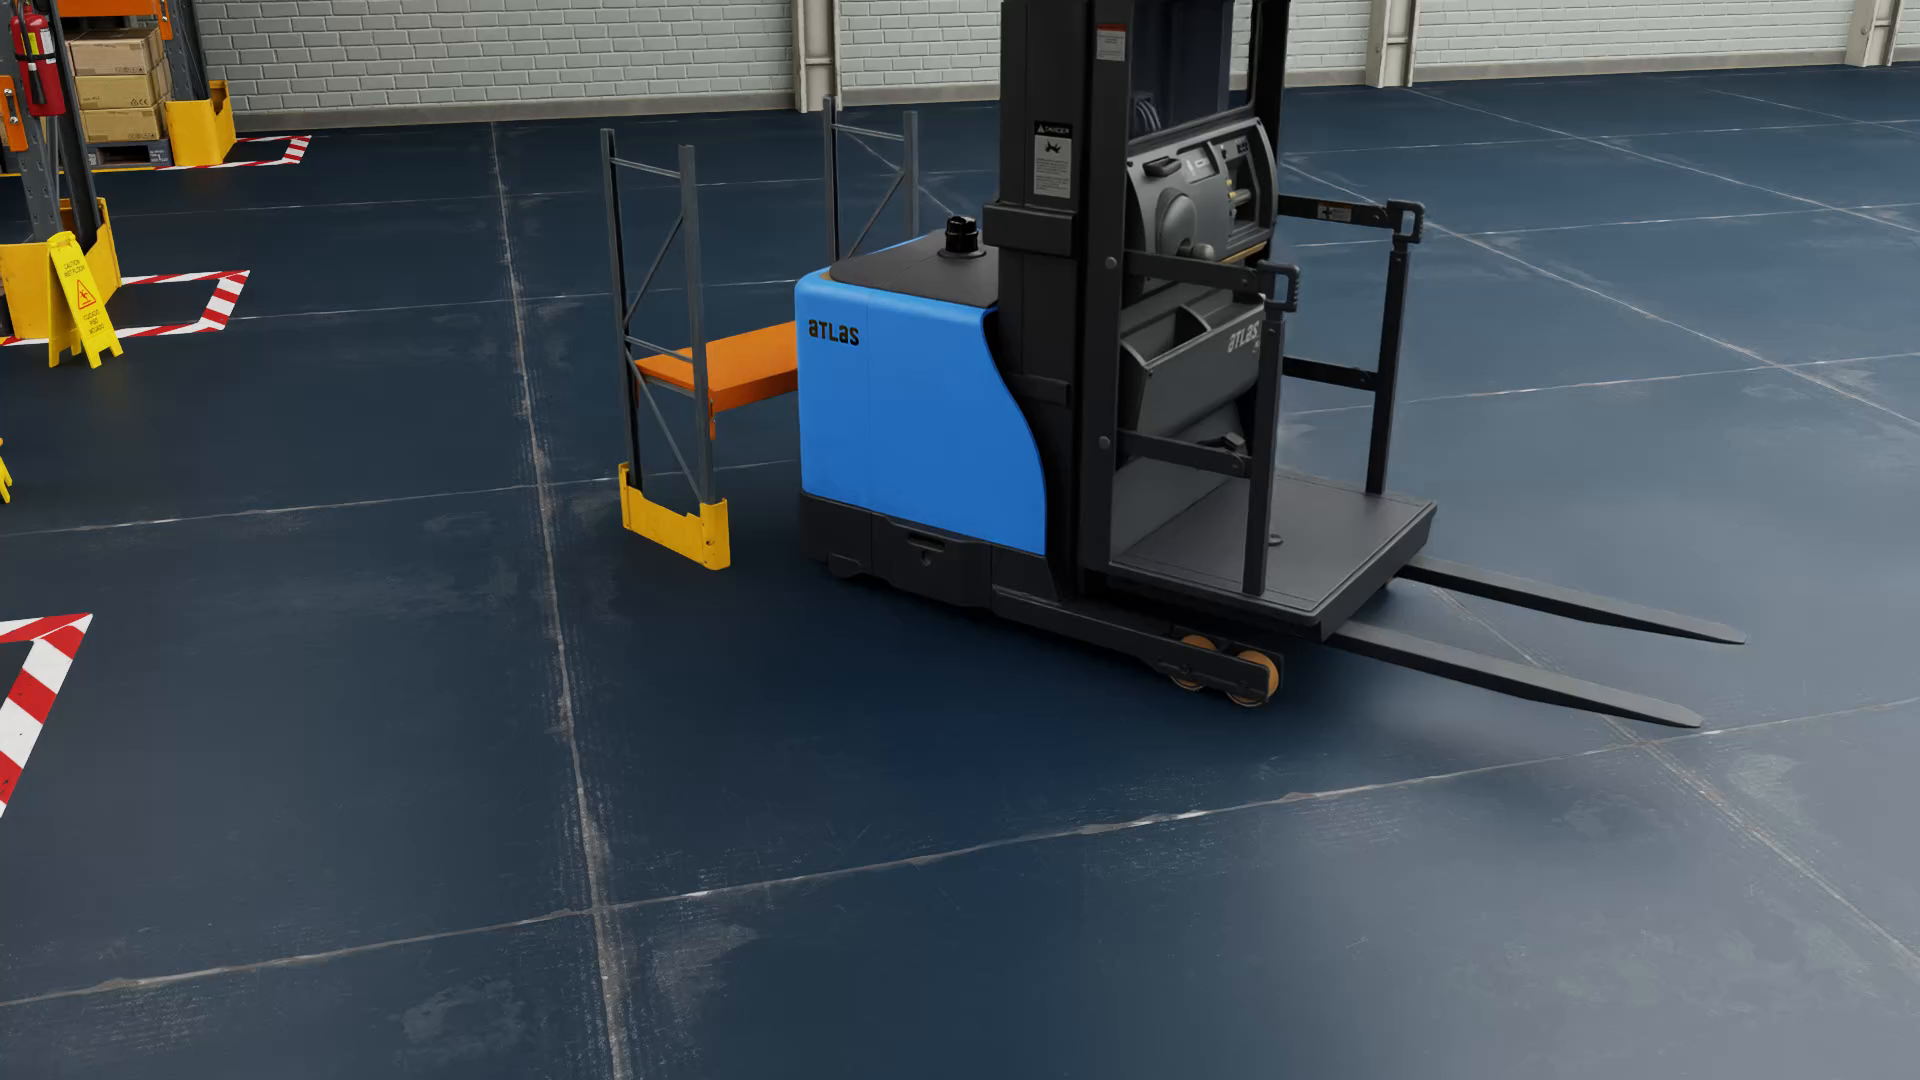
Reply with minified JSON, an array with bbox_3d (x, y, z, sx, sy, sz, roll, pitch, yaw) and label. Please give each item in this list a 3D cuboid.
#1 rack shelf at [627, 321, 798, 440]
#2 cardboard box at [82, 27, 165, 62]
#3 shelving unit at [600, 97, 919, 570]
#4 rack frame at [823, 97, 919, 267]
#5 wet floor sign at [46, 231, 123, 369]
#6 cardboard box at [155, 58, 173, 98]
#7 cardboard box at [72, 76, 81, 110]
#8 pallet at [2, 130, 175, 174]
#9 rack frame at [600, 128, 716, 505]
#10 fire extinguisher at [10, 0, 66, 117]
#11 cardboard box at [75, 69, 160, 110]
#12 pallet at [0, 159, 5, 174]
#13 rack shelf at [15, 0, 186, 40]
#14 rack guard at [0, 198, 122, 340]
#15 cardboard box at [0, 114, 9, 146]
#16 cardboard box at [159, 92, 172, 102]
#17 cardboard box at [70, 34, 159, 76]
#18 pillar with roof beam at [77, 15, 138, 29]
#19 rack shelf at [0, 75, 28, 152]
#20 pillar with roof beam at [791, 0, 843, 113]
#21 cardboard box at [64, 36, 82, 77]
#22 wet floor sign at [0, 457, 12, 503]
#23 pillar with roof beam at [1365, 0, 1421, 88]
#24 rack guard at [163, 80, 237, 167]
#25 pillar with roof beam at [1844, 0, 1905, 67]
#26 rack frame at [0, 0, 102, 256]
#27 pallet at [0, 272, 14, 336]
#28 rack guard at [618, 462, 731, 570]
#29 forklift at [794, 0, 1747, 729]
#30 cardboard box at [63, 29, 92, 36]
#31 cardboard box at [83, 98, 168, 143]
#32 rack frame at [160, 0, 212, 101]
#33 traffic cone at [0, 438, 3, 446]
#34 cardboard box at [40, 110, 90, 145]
[{"bbox_3d":[-0.703,-0.647,6.312,0.538,0.185,1.000,22,31,41],"label":"rack shelf"},{"bbox_3d":[-6.716,-3.960,13.361,0.500,0.250,0.500,-7,24,-15],"label":"cardboard box"},{"bbox_3d":[-0.710,-0.810,6.235,0.587,1.500,1.083,22,31,41],"label":"shelving unit"},{"bbox_3d":[-0.344,-0.954,6.572,0.500,1.500,0.032,22,31,41],"label":"rack frame"},{"bbox_3d":[-4.386,-1.198,8.224,0.232,0.644,0.267,2,23,4],"label":"wet floor sign"},{"bbox_3d":[-6.711,-3.738,13.479,0.500,0.250,0.500,-6,24,-13],"label":"cardboard box"},{"bbox_3d":[-7.073,-3.490,12.899,0.500,0.250,0.500,-7,24,-15],"label":"cardboard box"},{"bbox_3d":[-6.928,-3.172,13.374,1.213,0.211,1.003,-6,24,-14],"label":"pallet"},{"bbox_3d":[-1.063,-0.671,5.911,0.500,1.500,0.032,22,31,41],"label":"rack frame"},{"bbox_3d":[-4.623,-2.468,8.296,0.183,0.674,0.296,-6,24,-14],"label":"fire extinguisher"},{"bbox_3d":[-6.587,-3.539,13.014,0.500,0.250,0.500,-7,24,-15],"label":"cardboard box"},{"bbox_3d":[-8.100,-3.043,13.074,1.213,0.211,1.003,-6,24,-14],"label":"pallet"},{"bbox_3d":[-8.128,-4.007,12.696,4.000,0.370,1.077,-6,24,-14],"label":"rack shelf"},{"bbox_3d":[-4.931,-1.509,9.134,0.348,0.500,1.175,-6,24,-14],"label":"rack guard"},{"bbox_3d":[-7.535,-3.211,12.883,0.500,0.250,0.500,-6,24,-14],"label":"cardboard box"},{"bbox_3d":[-6.728,-3.502,13.561,0.500,0.250,0.500,-6,24,-14],"label":"cardboard box"},{"bbox_3d":[-6.562,-3.772,12.923,0.500,0.250,0.500,-5,24,-13],"label":"cardboard box"},{"bbox_3d":[-5.954,-5.941,8.683,0.400,9.000,9.100,-6,24,-14],"label":"pillar with roof beam"},{"bbox_3d":[-6.784,-2.123,8.305,4.000,0.370,1.077,-6,24,-14],"label":"rack shelf"},{"bbox_3d":[-0.177,-6.580,10.173,0.400,9.000,9.100,-6,24,-14],"label":"pillar with roof beam"},{"bbox_3d":[-7.052,-3.715,12.791,0.500,0.250,0.500,-6,24,-13],"label":"cardboard box"},{"bbox_3d":[-3.931,-0.471,6.528,0.232,0.644,0.267,-11,25,-23],"label":"wet floor sign"},{"bbox_3d":[5.600,-7.219,11.662,0.400,9.000,9.100,-6,24,-14],"label":"pillar with roof beam"},{"bbox_3d":[-6.179,-3.404,13.550,0.348,0.500,1.175,-6,24,-14],"label":"rack guard"},{"bbox_3d":[11.377,-7.858,13.152,0.400,9.000,9.100,-6,24,-14],"label":"pillar with roof beam"},{"bbox_3d":[-4.858,-2.666,8.660,0.127,3.000,1.000,-6,24,-14],"label":"rack frame"},{"bbox_3d":[-5.723,-1.304,9.020,1.213,0.211,1.003,-6,24,-14],"label":"pallet"},{"bbox_3d":[-1.062,-0.097,6.158,0.587,0.250,0.087,22,31,41],"label":"rack guard"},{"bbox_3d":[0.932,-1.077,5.043,3.031,2.935,1.130,15,27,31],"label":"forklift"},{"bbox_3d":[-7.197,-3.905,13.234,0.500,0.250,0.500,-6,24,-14],"label":"cardboard box"},{"bbox_3d":[-6.570,-3.310,13.114,0.500,0.250,0.500,-6,24,-14],"label":"cardboard box"},{"bbox_3d":[-6.203,-4.550,13.051,0.127,3.000,1.000,-6,24,-14],"label":"rack frame"},{"bbox_3d":[-4.297,-0.580,7.014,0.334,0.463,0.336,-6,24,-14],"label":"traffic cone"},{"bbox_3d":[-7.051,-3.260,12.999,0.500,0.250,0.500,-6,24,-14],"label":"cardboard box"}]
